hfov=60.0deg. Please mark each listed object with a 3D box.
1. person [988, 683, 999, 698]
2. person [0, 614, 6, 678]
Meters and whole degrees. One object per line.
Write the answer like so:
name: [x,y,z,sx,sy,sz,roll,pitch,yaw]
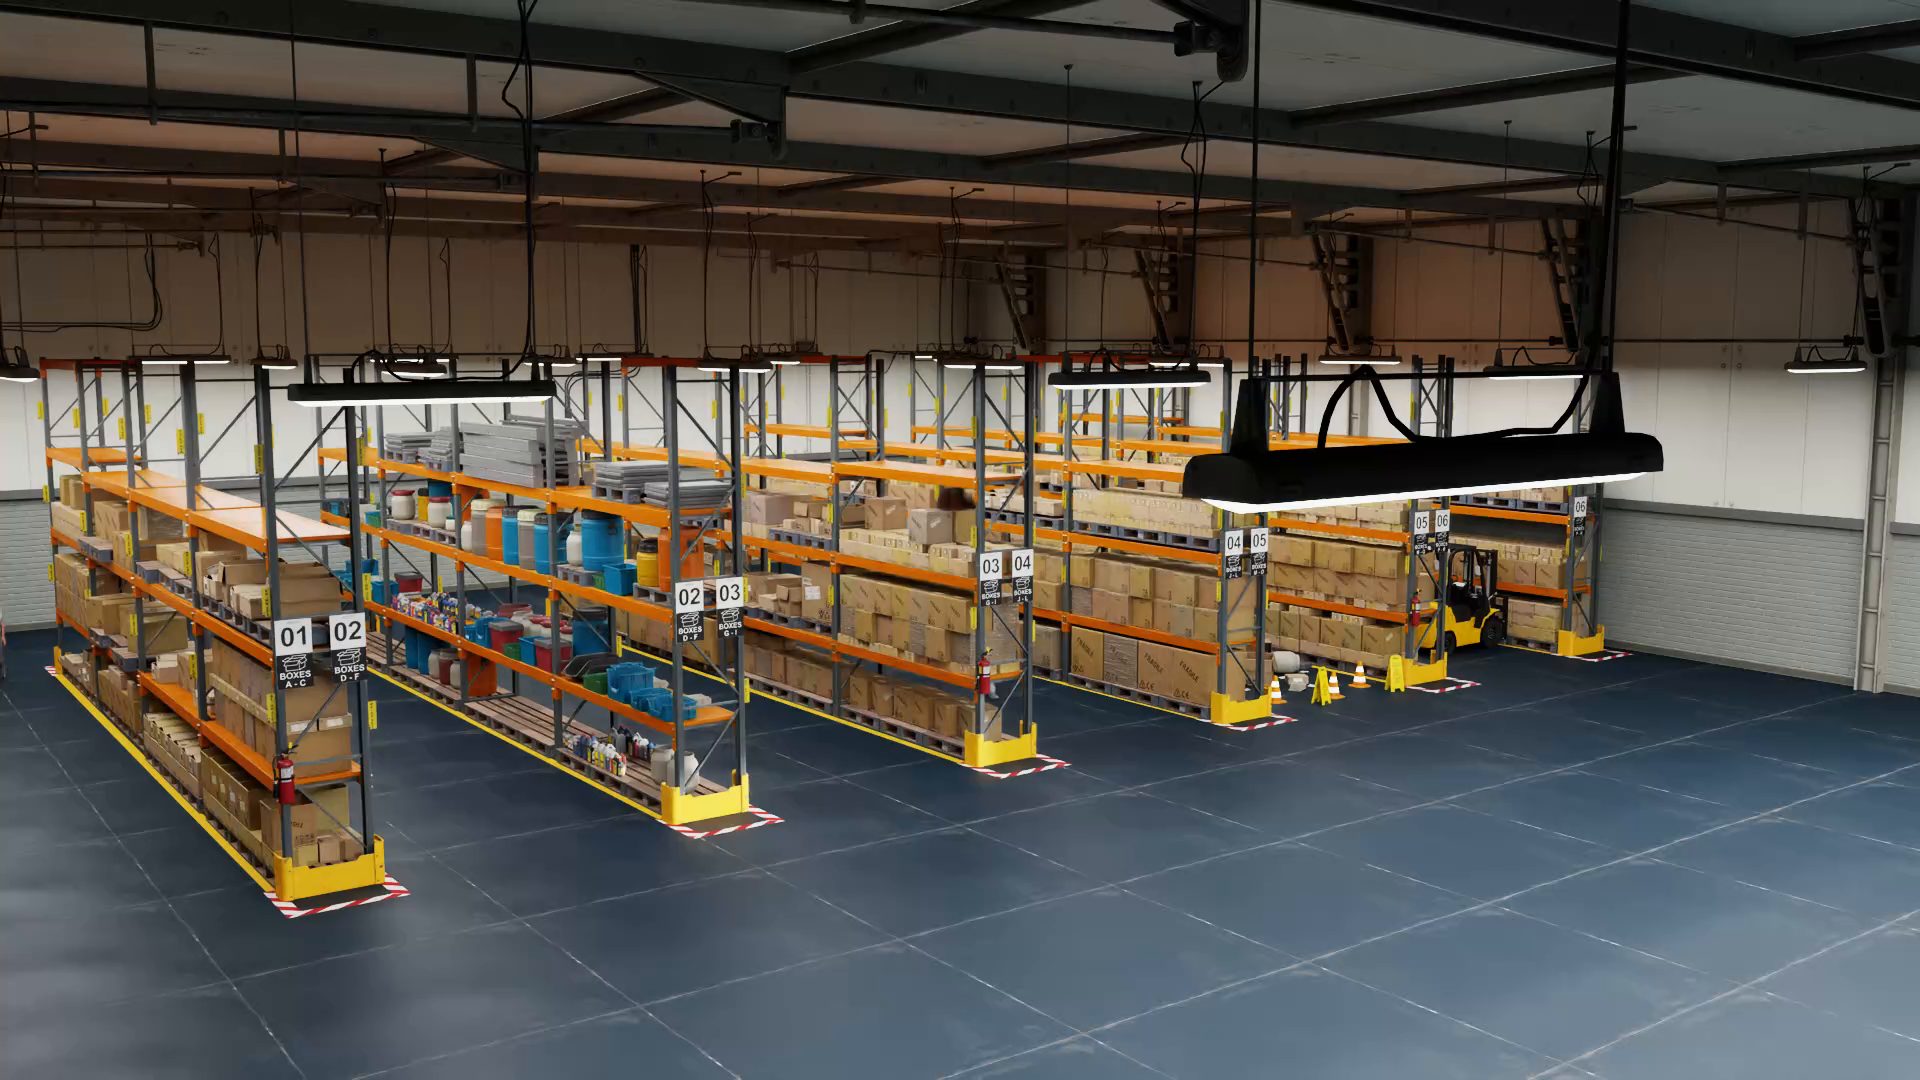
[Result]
person: [0.548,1.969,29.694,0.489,1.601,0.914,-3,8,-27]
person: [-17.908,1.816,30.598,0.634,1.718,1.036,-3,7,-22]
